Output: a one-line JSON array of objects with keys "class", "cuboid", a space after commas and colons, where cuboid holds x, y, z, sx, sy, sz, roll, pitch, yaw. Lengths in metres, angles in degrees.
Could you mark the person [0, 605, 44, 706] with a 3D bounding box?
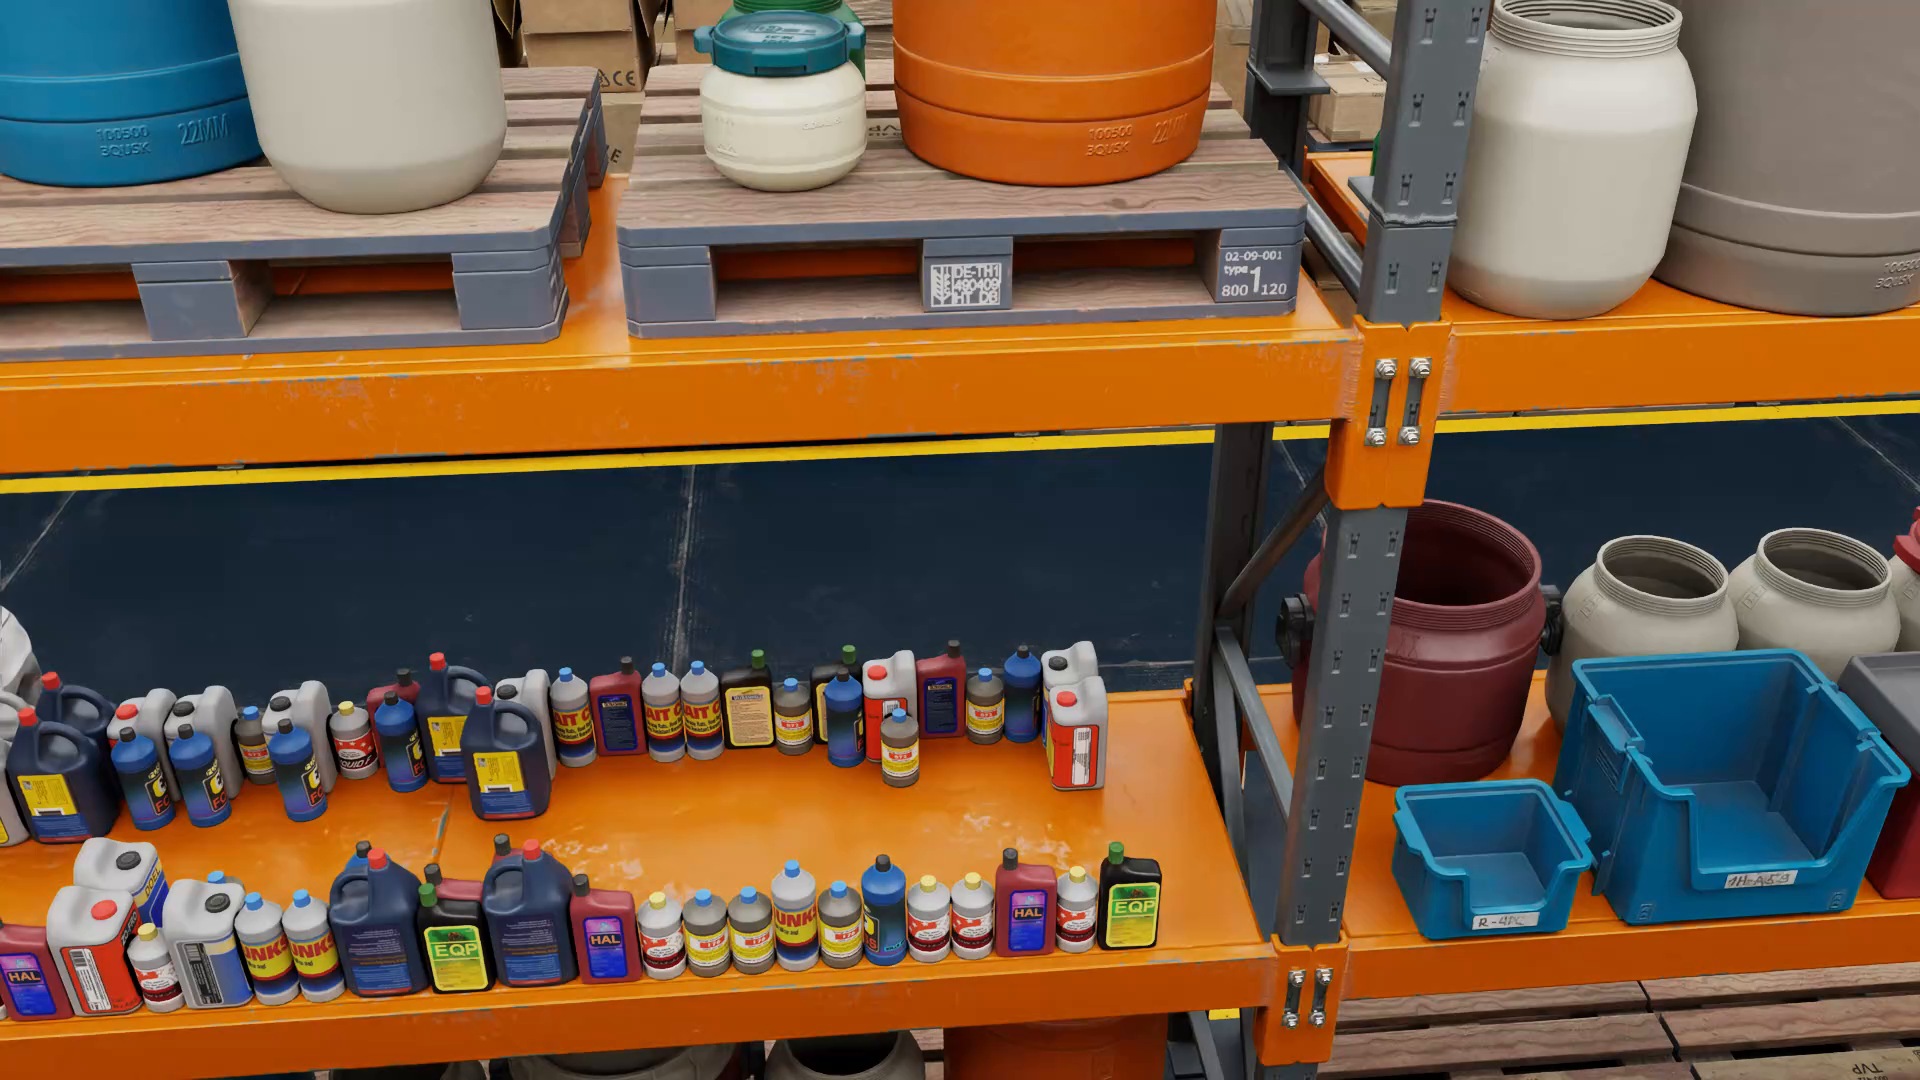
[{"class": "person", "cuboid": [-3.240, 0.431, 5.379, 0.983, 1.630, 0.517, -3, 31, -4]}]
